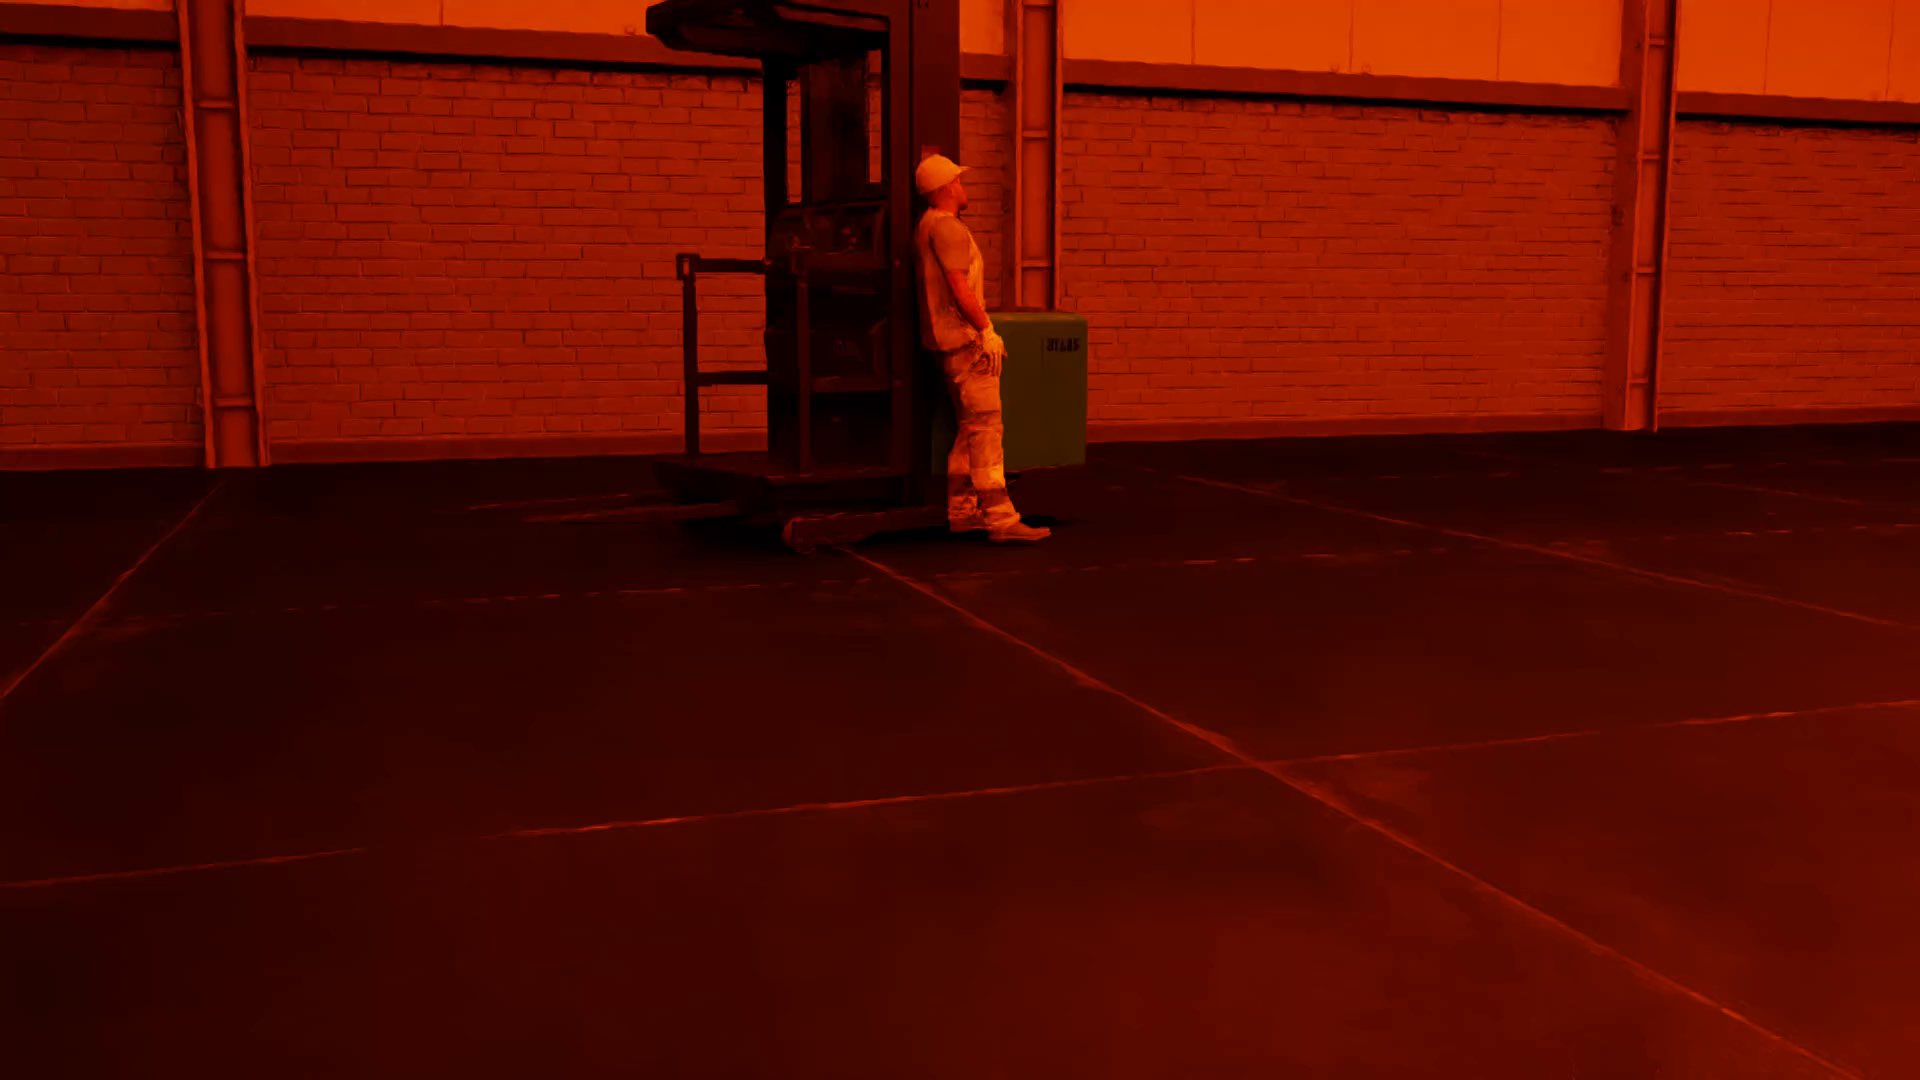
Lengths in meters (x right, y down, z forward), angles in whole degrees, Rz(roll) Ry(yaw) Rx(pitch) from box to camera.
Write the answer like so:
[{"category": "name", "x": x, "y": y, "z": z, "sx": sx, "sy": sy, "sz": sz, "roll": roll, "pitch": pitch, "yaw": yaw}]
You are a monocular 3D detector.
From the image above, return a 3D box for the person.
[{"category": "person", "x": 0.071, "y": -0.900, "z": 7.814, "sx": 0.579, "sy": 1.781, "sz": 0.637, "roll": -3, "pitch": 8, "yaw": -18}]

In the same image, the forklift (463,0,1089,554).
[{"category": "forklift", "x": -0.805, "y": -1.469, "z": 7.847, "sx": 3.031, "sy": 2.935, "sz": 1.130, "roll": -6, "pitch": 10, "yaw": -38}]
